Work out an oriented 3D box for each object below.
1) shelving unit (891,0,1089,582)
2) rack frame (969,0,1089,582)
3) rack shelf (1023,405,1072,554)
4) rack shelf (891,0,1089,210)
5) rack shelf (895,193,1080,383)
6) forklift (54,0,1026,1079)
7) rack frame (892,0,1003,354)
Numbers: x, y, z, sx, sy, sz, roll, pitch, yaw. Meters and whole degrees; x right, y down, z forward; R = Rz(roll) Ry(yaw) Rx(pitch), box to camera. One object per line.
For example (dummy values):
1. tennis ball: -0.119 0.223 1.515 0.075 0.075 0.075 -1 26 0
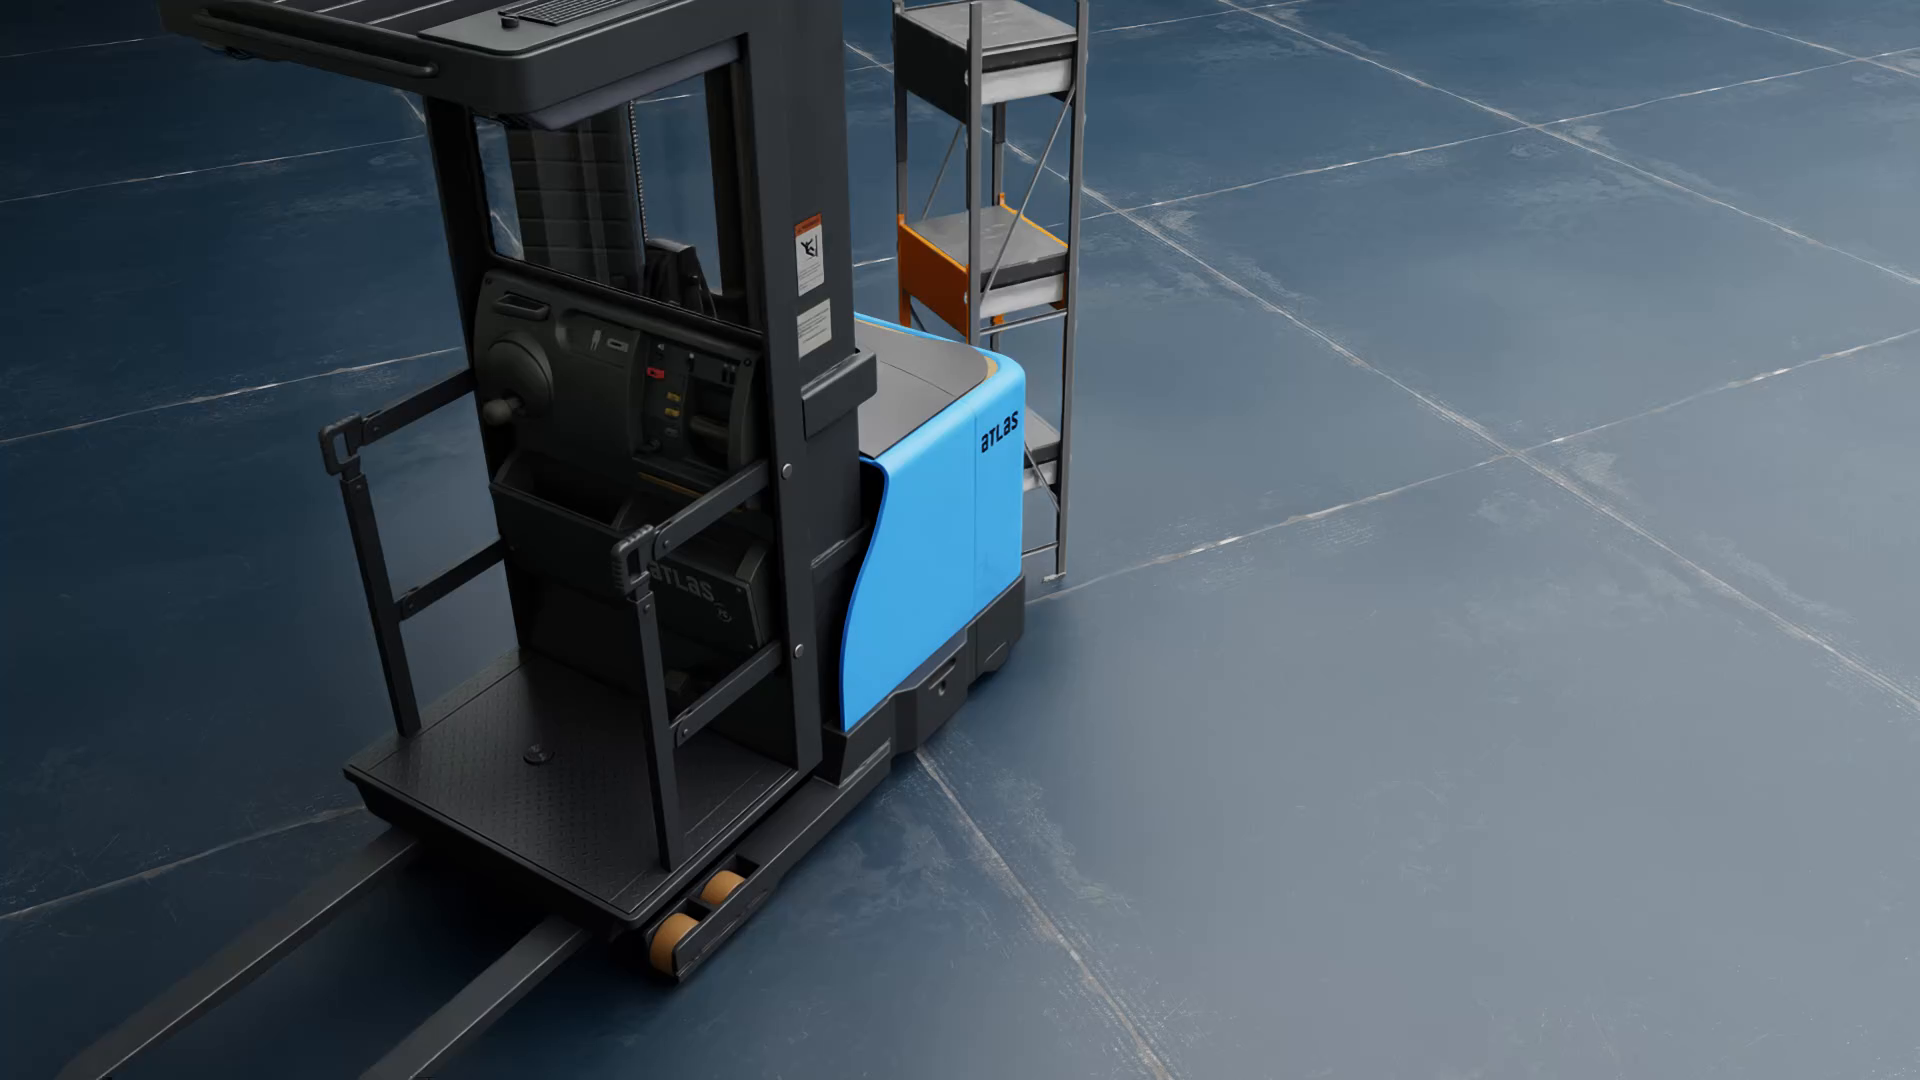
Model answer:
1. shelving unit: 0.086 -0.819 5.581 0.431 2.100 0.503 -17 36 -24
2. rack frame: 0.205 -0.704 5.402 0.400 2.100 0.015 -17 36 -24
3. rack shelf: 0.086 -0.219 5.967 0.431 0.518 0.480 -17 36 -24
4. rack shelf: 0.086 -1.396 5.210 0.431 0.518 0.480 -17 36 -24
5. rack shelf: 0.086 -0.808 5.589 0.431 0.518 0.480 -17 36 -24
6. forklift: -1.008 -0.362 4.097 1.130 2.935 3.031 19 37 27
7. rack frame: -0.032 -0.934 5.761 0.400 2.100 0.015 -17 36 -24
